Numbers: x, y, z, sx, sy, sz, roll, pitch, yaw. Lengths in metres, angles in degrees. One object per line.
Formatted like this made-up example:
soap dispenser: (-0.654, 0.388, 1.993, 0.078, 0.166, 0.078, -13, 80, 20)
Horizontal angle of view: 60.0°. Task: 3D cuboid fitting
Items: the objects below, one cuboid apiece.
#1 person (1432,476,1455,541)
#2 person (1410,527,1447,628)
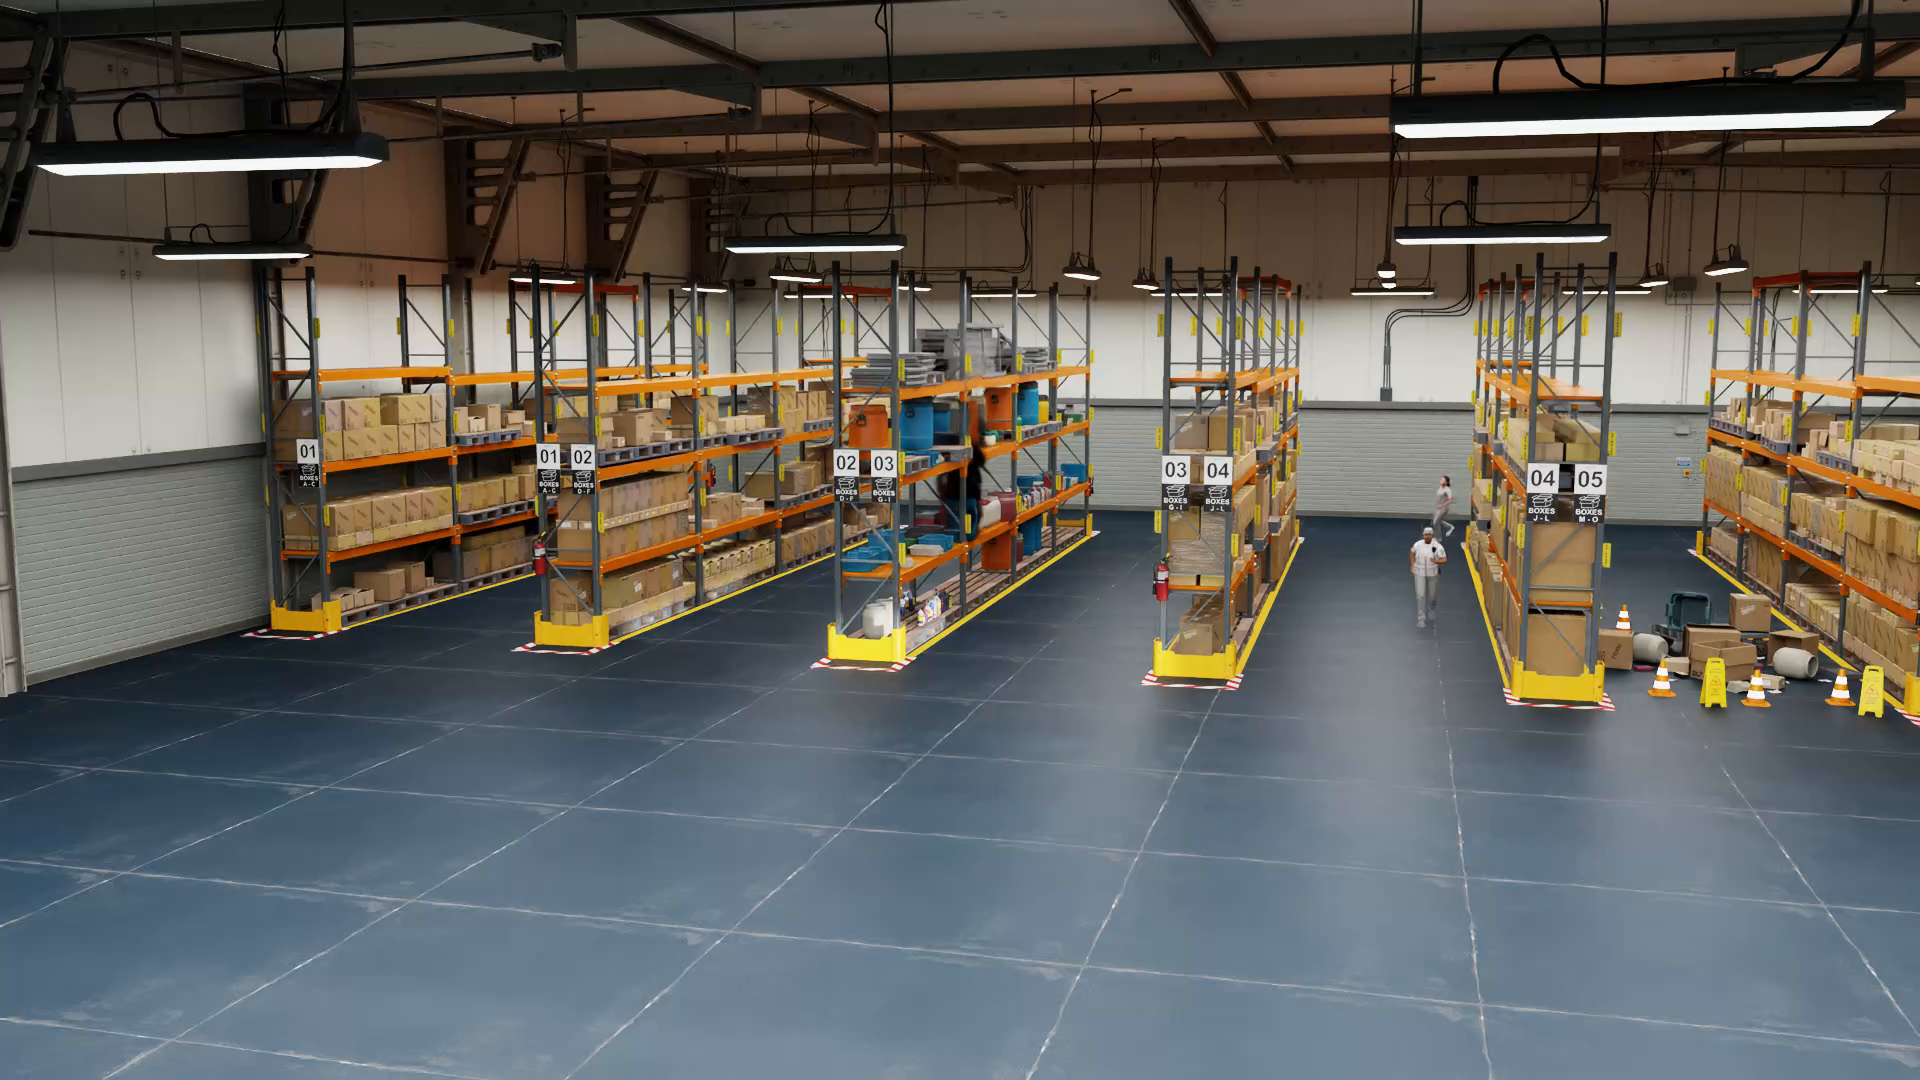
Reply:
person: (11.452, -0.730, 39.127, 0.591, 1.563, 0.629, -1, 7, -8)
person: (7.892, 0.595, 28.069, 0.611, 1.647, 0.947, 2, 8, 19)
